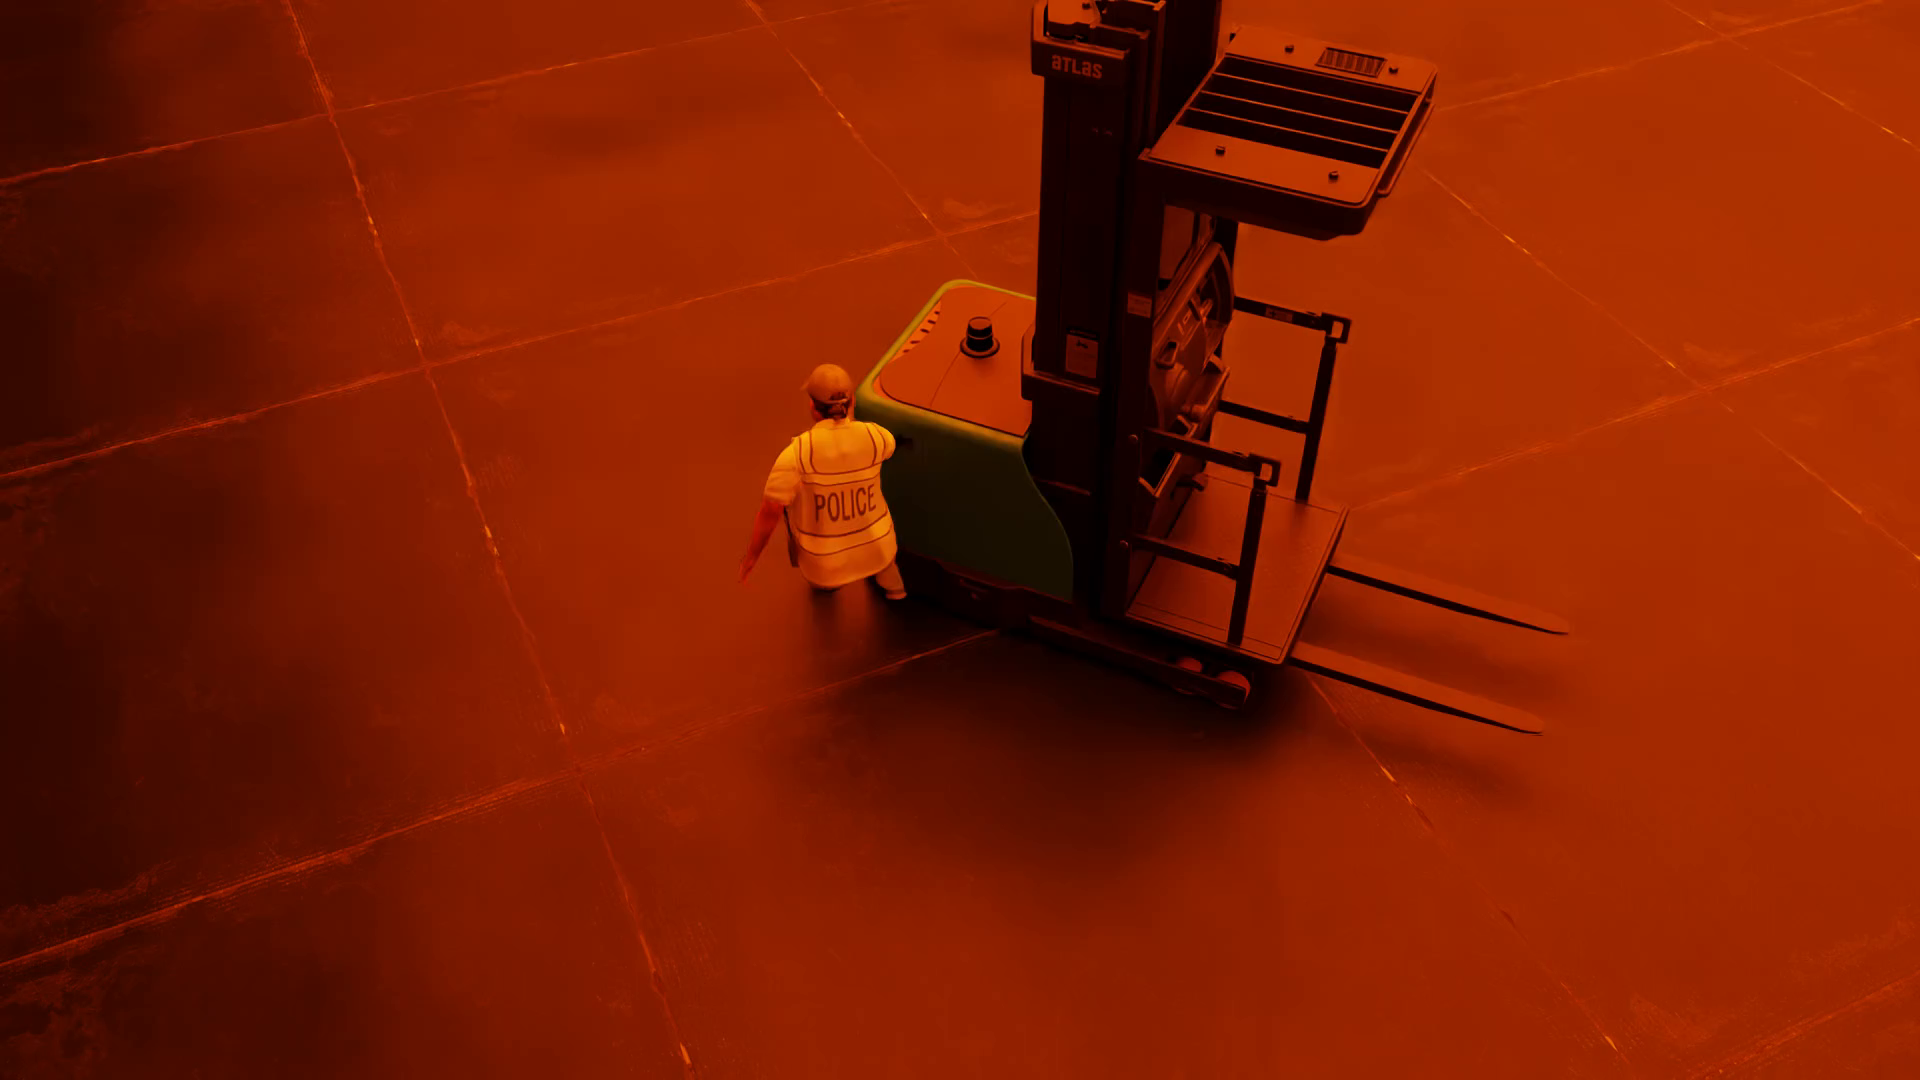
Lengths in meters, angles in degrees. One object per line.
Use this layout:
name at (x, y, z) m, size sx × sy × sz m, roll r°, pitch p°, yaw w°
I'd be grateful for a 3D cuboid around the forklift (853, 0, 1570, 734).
forklift at (1.098, -0.771, 6.507) m, size 3.031 × 2.935 × 1.130 m, roll 17°, pitch 46°, yaw 18°

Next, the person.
person at (-0.596, -0.167, 7.044) m, size 0.870 × 1.444 × 0.906 m, roll -15°, pitch 45°, yaw -15°
